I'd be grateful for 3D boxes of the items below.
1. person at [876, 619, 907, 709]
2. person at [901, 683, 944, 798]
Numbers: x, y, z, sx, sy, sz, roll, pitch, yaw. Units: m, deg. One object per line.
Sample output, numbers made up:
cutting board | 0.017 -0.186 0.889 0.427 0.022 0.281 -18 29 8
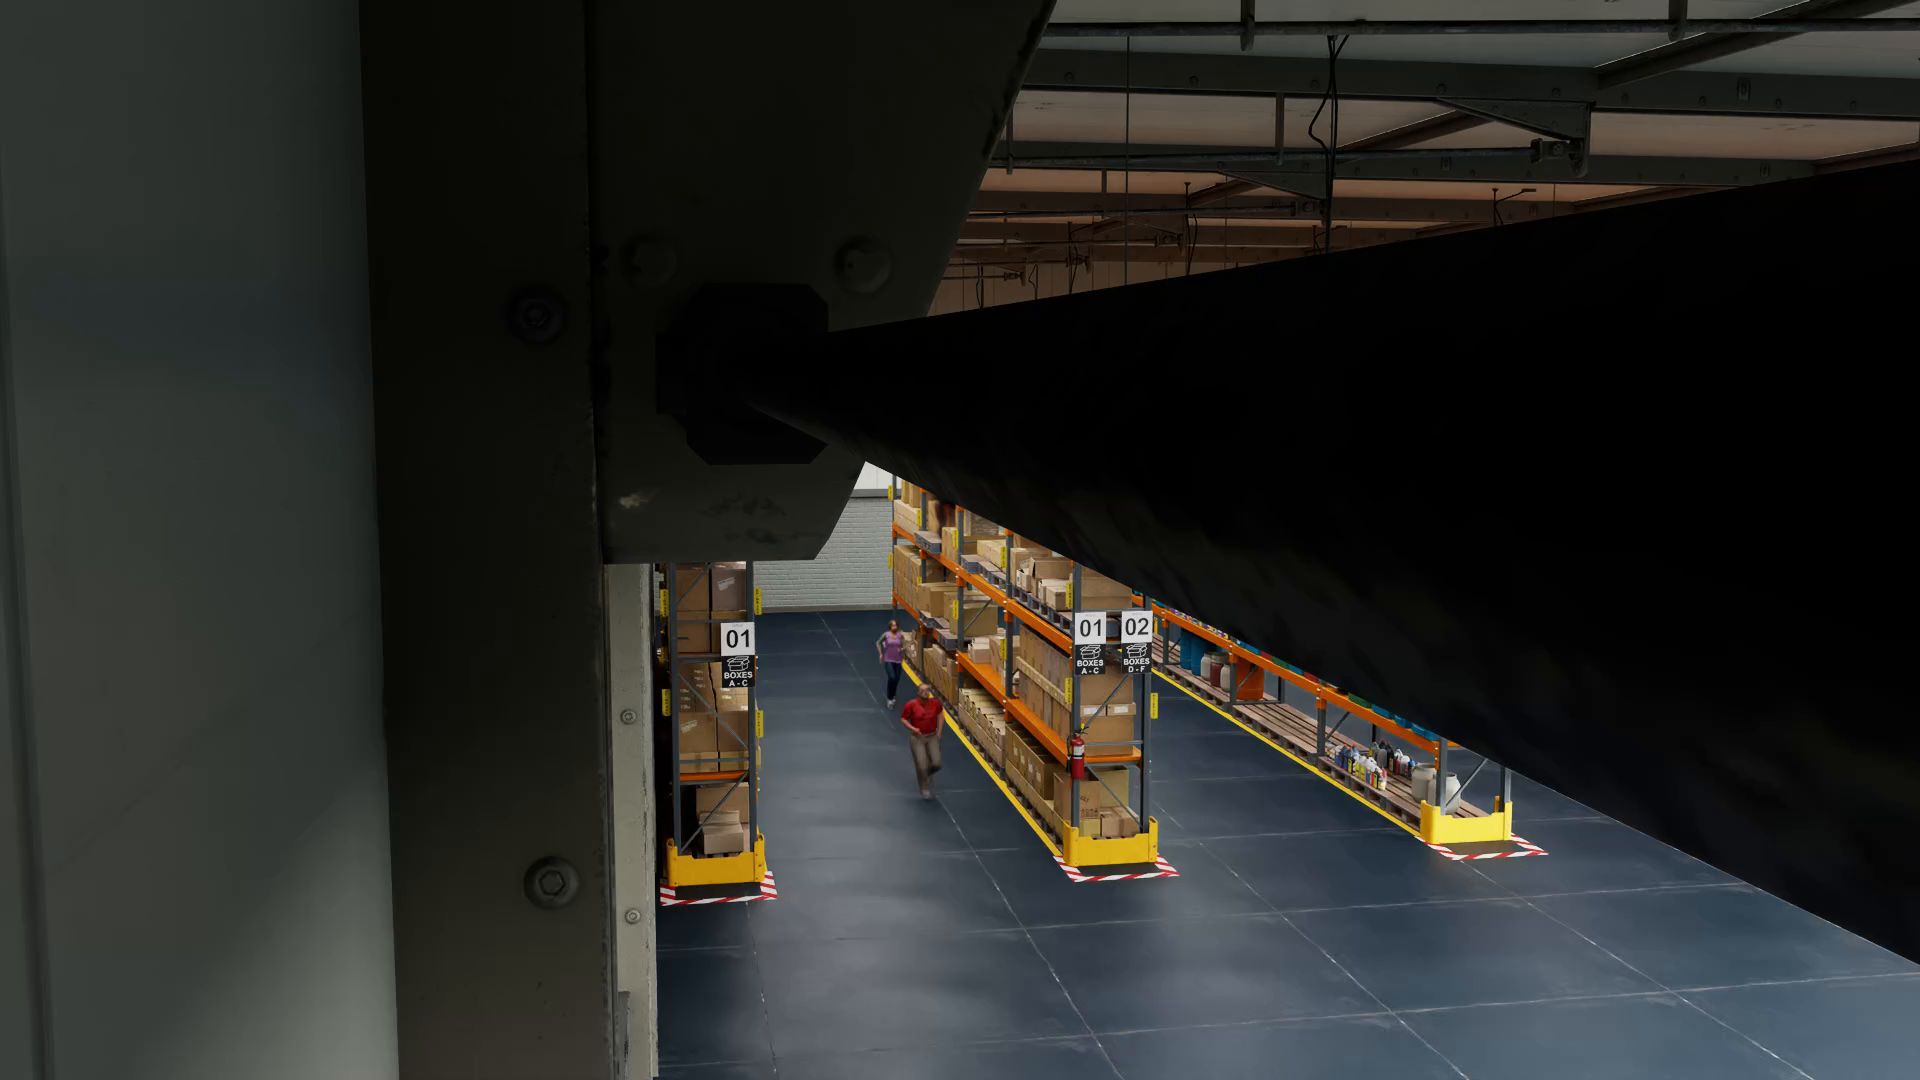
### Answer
person | -1.226 2.257 30.363 0.503 1.630 0.694 -2 7 -19
person | -0.521 2.900 24.067 0.649 1.685 0.580 -2 6 -15
